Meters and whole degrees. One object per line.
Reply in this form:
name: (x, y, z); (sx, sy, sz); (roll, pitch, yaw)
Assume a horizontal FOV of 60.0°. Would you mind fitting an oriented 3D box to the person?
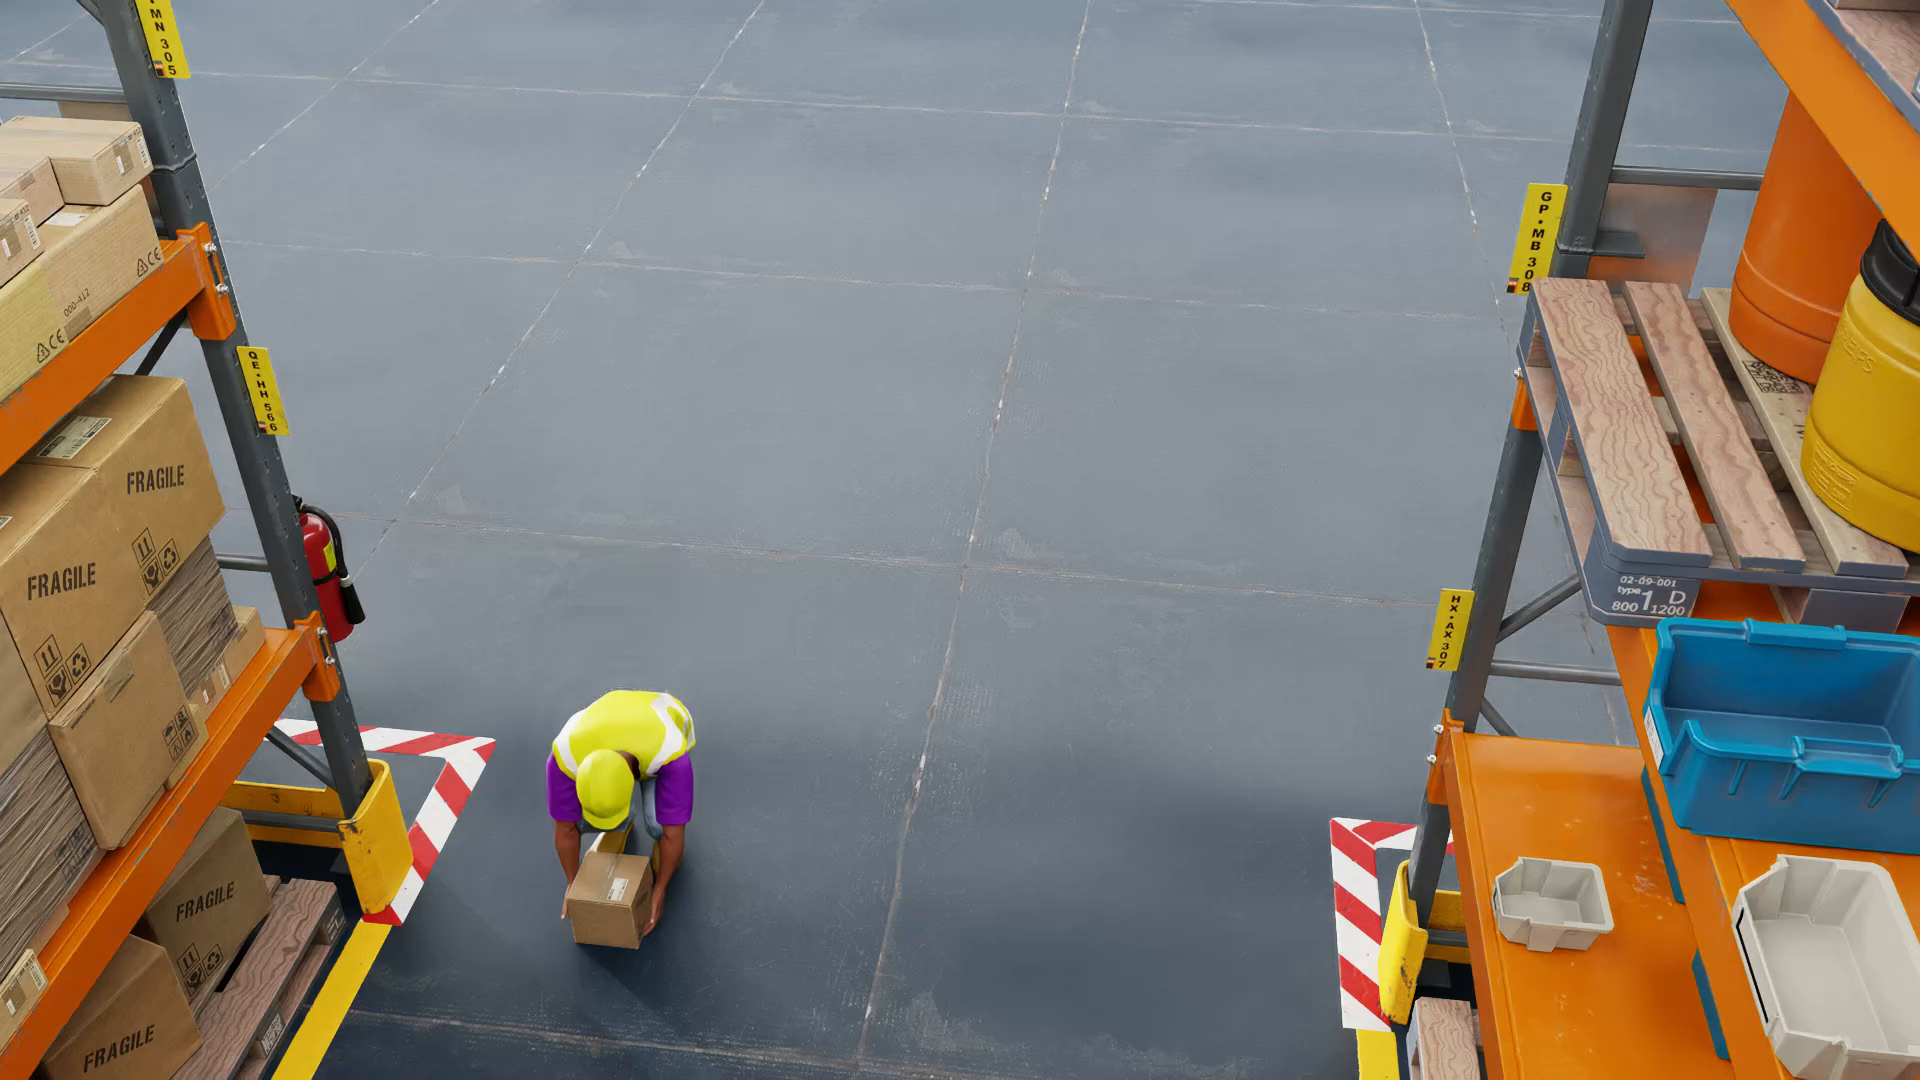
person: (-1.271, 0.948, 6.460); (0.560, 0.896, 0.893); (4, 36, 6)
